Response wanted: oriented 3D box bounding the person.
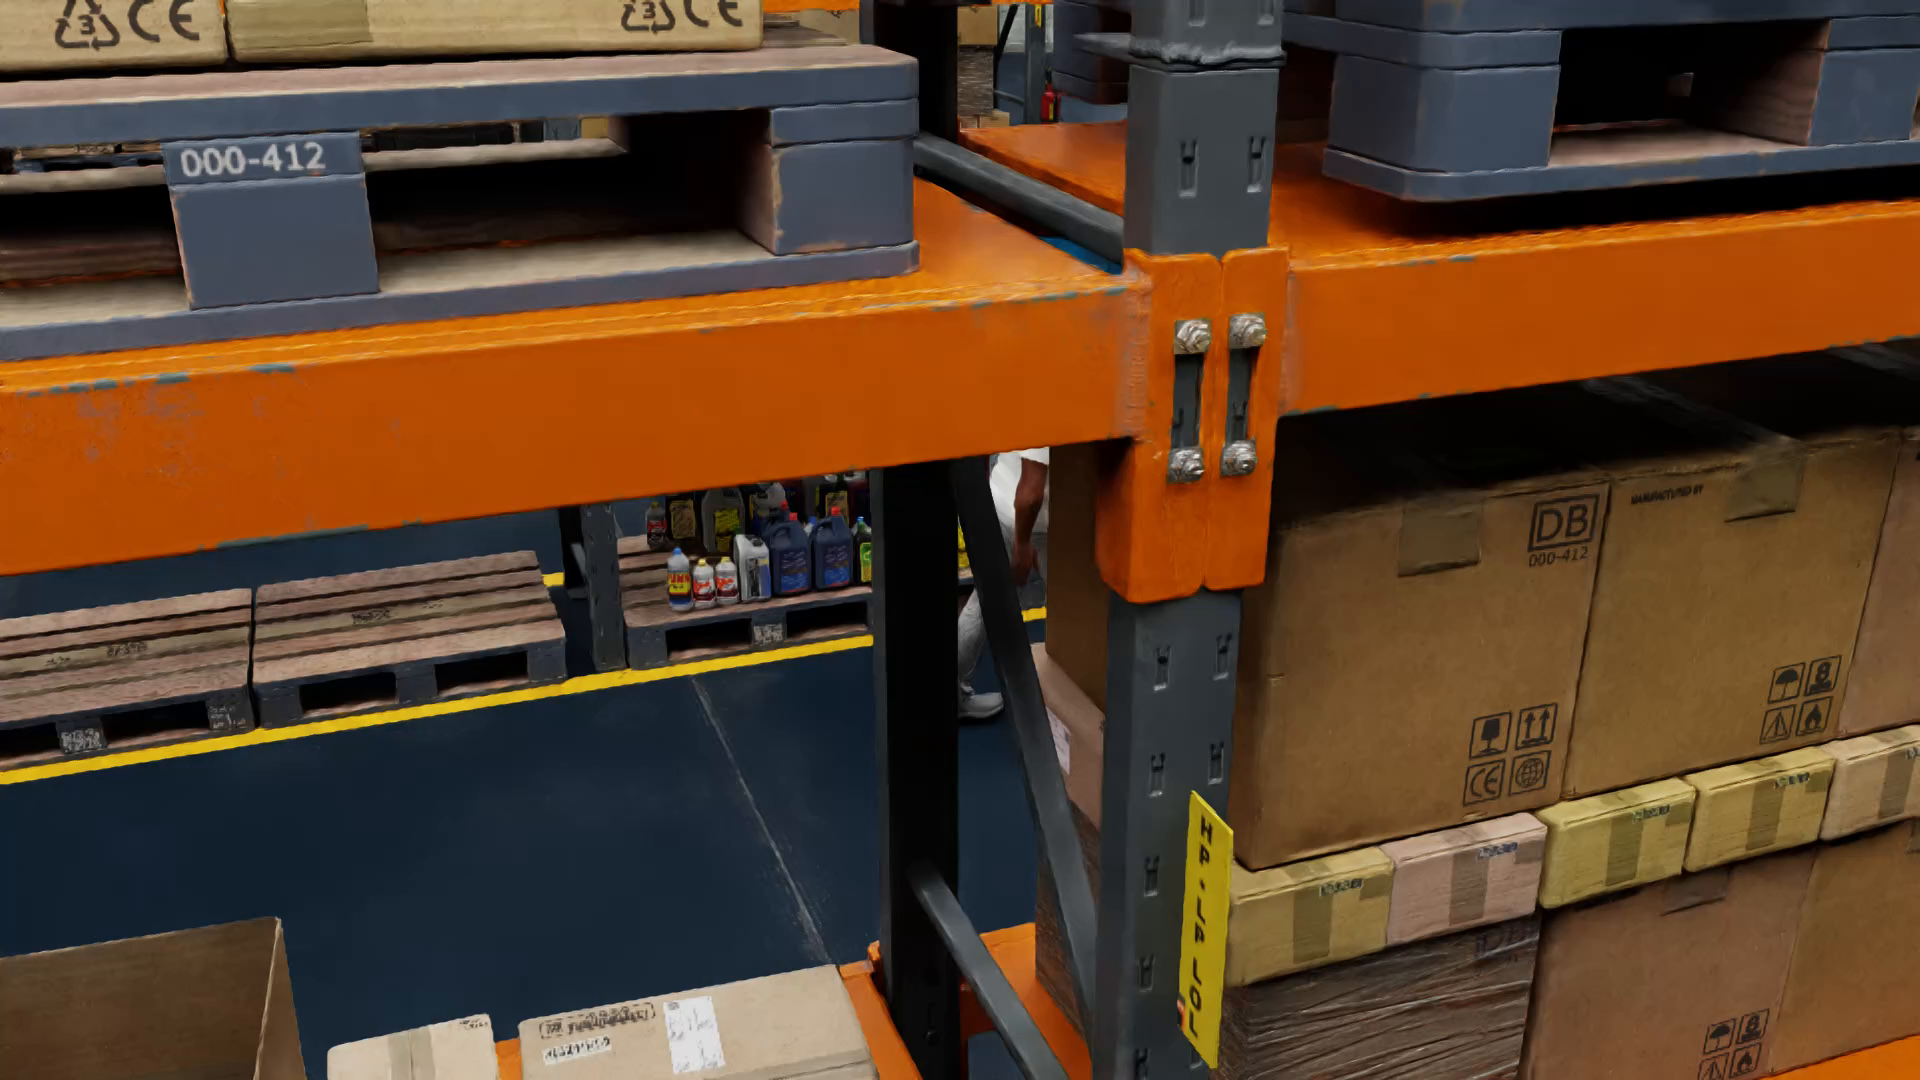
[{"bbox_3d":[0.350,-0.113,6.348,0.955,1.725,0.593,-7,24,-17],"label":"person"}]
